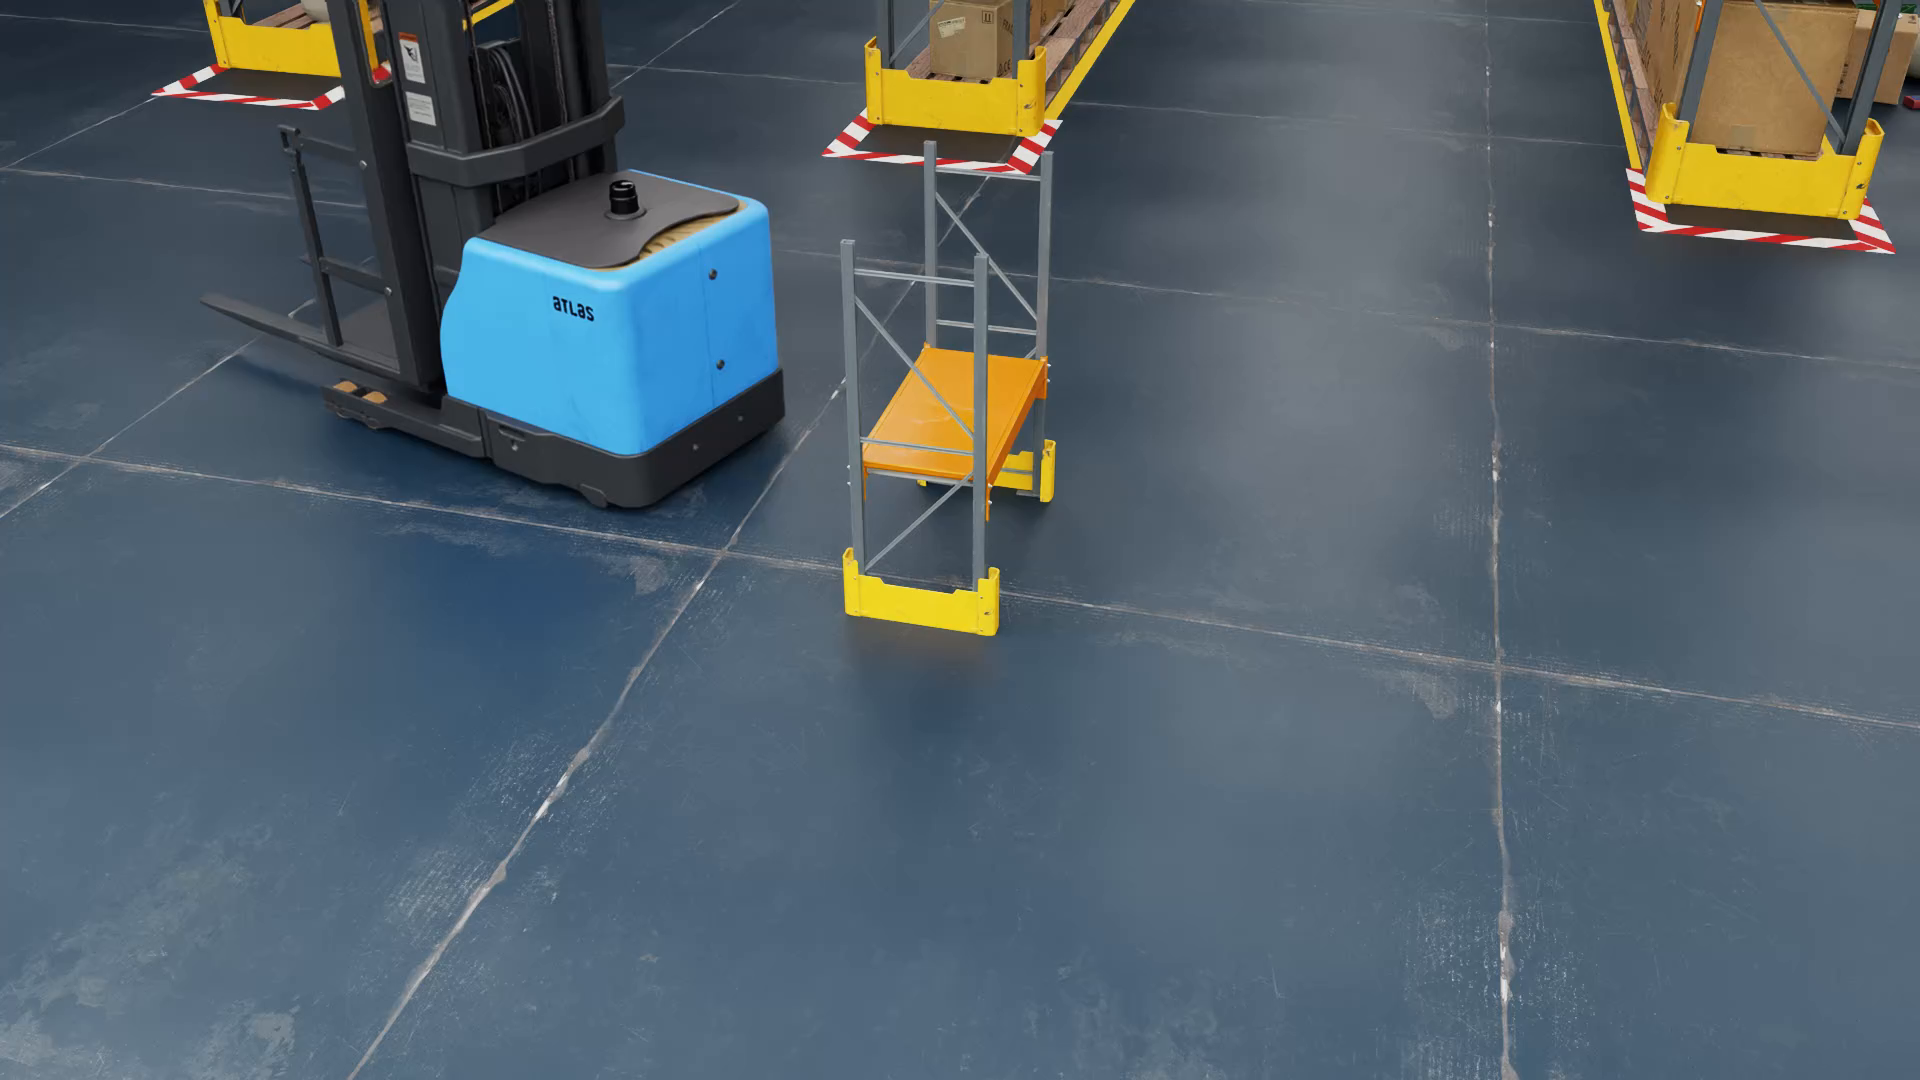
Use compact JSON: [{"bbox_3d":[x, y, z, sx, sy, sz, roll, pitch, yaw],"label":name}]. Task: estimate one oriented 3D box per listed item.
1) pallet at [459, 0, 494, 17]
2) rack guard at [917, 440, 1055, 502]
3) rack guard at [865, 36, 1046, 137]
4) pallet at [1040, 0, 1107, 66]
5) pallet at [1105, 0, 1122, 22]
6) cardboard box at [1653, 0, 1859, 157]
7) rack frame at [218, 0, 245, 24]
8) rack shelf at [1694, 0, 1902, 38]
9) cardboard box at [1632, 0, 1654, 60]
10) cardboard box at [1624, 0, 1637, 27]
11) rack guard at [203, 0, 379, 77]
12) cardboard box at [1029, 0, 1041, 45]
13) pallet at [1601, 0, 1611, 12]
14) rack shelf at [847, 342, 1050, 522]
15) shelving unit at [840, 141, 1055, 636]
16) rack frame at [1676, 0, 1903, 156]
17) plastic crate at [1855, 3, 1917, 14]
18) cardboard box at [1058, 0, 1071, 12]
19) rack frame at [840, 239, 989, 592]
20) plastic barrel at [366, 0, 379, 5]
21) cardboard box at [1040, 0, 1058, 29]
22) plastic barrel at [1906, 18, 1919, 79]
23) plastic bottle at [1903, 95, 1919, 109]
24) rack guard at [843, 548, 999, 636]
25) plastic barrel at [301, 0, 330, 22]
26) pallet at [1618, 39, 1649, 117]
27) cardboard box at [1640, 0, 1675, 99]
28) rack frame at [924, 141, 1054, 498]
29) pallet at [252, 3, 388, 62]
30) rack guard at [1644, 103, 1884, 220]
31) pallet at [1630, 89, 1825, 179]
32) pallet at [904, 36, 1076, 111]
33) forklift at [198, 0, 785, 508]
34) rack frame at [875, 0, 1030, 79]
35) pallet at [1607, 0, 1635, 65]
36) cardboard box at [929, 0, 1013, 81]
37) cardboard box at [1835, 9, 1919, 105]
[{"bbox_3d":[-4.344,-4.627,13.832,1.003,0.211,1.213,8,33,12],"label":"pallet"},{"bbox_3d":[0.107,-0.324,7.027,0.587,0.250,0.087,8,33,12],"label":"rack guard"},{"bbox_3d":[-0.030,-3.017,11.029,1.175,0.500,0.348,8,33,12],"label":"rack guard"},{"bbox_3d":[0.522,-3.943,12.755,1.003,0.211,1.213,8,33,12],"label":"pallet"},{"bbox_3d":[0.829,-4.578,13.754,1.003,0.211,1.213,8,33,12],"label":"pallet"},{"bbox_3d":[4.830,-2.946,10.177,0.875,0.875,0.875,8,33,13],"label":"cardboard box"},{"bbox_3d":[-4.841,-4.706,11.357,1.000,3.000,0.127,8,33,12],"label":"rack frame"},{"bbox_3d":[5.230,-4.039,10.977,1.077,0.370,4.000,8,33,12],"label":"rack shelf"},{"bbox_3d":[5.285,-3.875,11.639,0.875,0.875,0.875,8,33,13],"label":"cardboard box"},{"bbox_3d":[5.510,-4.344,12.376,0.875,0.875,0.875,9,33,13],"label":"cardboard box"},{"bbox_3d":[-4.867,-3.697,12.100,1.175,0.500,0.348,8,33,12],"label":"rack guard"},{"bbox_3d":[0.244,-3.791,11.856,0.500,0.500,0.500,17,36,25],"label":"cardboard box"},{"bbox_3d":[5.860,-4.614,13.811,1.003,0.211,1.213,8,33,12],"label":"pallet"},{"bbox_3d":[-0.022,-0.437,6.374,0.538,0.185,1.000,8,33,12],"label":"rack shelf"},{"bbox_3d":[-0.019,-0.593,6.285,0.587,1.500,1.083,8,33,12],"label":"shelving unit"},{"bbox_3d":[4.722,-3.304,9.152,1.000,3.000,0.127,8,33,12],"label":"rack frame"},{"bbox_3d":[6.960,-3.949,12.733,0.662,0.188,0.450,-28,32,-37],"label":"plastic crate"},{"bbox_3d":[0.606,-4.397,12.809,0.500,0.500,0.500,5,33,8],"label":"cardboard box"},{"bbox_3d":[-0.151,-0.325,5.863,0.500,1.500,0.032,8,33,12],"label":"rack frame"},{"bbox_3d":[-4.620,-4.446,12.875,0.421,0.512,0.421,0,32,0],"label":"plastic barrel"},{"bbox_3d":[0.421,-4.113,12.363,0.500,0.500,0.500,11,34,17],"label":"cardboard box"},{"bbox_3d":[6.933,-3.495,11.853,0.421,0.421,0.512,-21,38,-29],"label":"plastic barrel"},{"bbox_3d":[6.657,-3.012,11.431,0.283,0.061,0.133,-3,33,-4],"label":"plastic bottle"},{"bbox_3d":[-0.146,0.192,6.214,0.587,0.250,0.087,8,33,12],"label":"rack guard"},{"bbox_3d":[-4.747,-4.186,12.466,0.421,0.512,0.421,0,32,0],"label":"plastic barrel"},{"bbox_3d":[5.161,-3.184,11.562,1.003,0.211,1.213,8,33,12],"label":"pallet"},{"bbox_3d":[5.052,-3.403,10.895,0.875,0.875,0.875,8,33,12],"label":"cardboard box"},{"bbox_3d":[0.107,-0.852,6.693,0.500,1.500,0.032,8,33,12],"label":"rack frame"},{"bbox_3d":[-4.655,-3.996,12.839,1.003,0.211,1.213,8,33,12],"label":"pallet"},{"bbox_3d":[4.716,-2.237,9.803,1.175,0.500,0.348,8,33,12],"label":"rack guard"},{"bbox_3d":[4.850,-2.553,10.569,1.003,0.211,1.213,8,33,12],"label":"pallet"},{"bbox_3d":[0.210,-3.311,11.762,1.003,0.211,1.213,8,33,12],"label":"pallet"},{"bbox_3d":[-2.309,-1.958,7.099,3.031,2.935,1.130,19,37,27],"label":"forklift"},{"bbox_3d":[-0.050,-4.032,10.296,1.000,3.000,0.127,8,33,12],"label":"rack frame"},{"bbox_3d":[5.469,-3.819,12.561,1.003,0.211,1.213,8,33,12],"label":"pallet"},{"bbox_3d":[0.125,-3.476,11.361,0.500,0.500,0.500,14,35,21],"label":"cardboard box"},{"bbox_3d":[6.336,-3.381,11.600,0.500,0.500,0.500,14,35,21],"label":"cardboard box"}]
